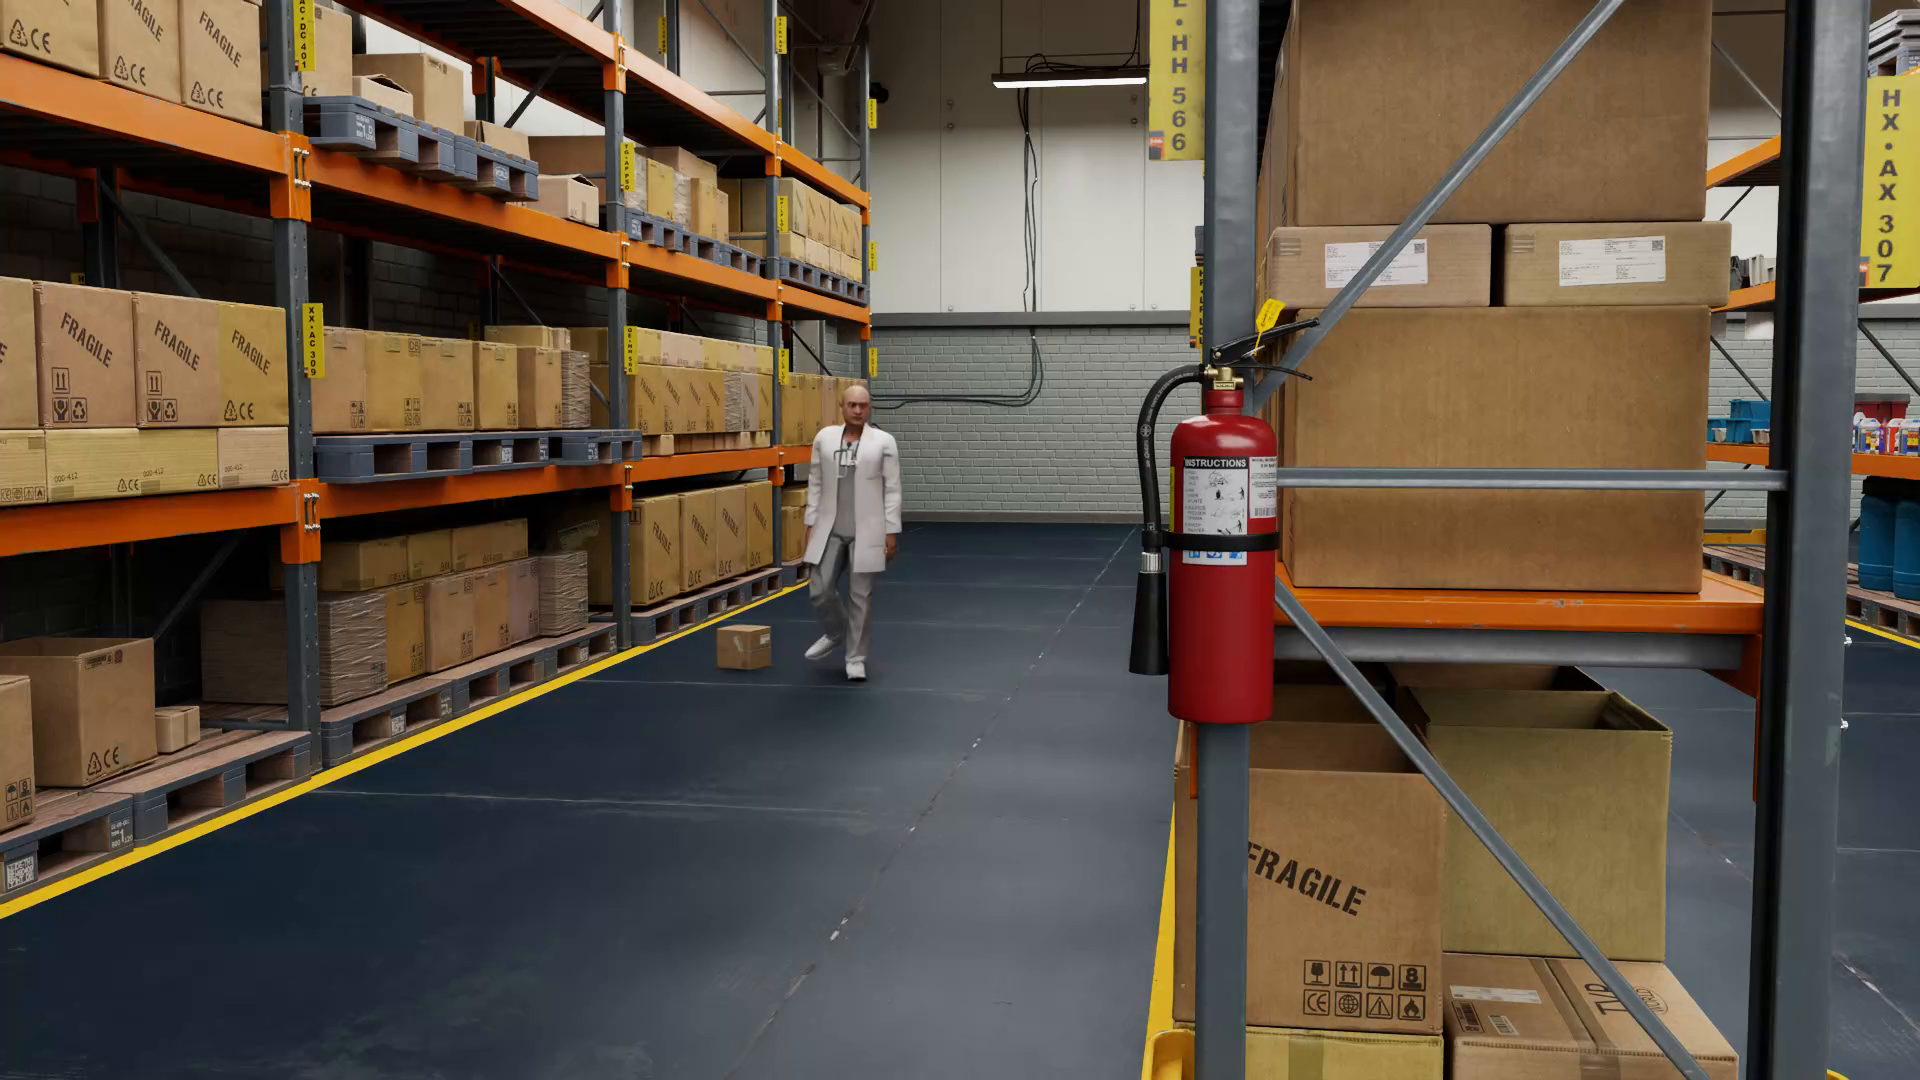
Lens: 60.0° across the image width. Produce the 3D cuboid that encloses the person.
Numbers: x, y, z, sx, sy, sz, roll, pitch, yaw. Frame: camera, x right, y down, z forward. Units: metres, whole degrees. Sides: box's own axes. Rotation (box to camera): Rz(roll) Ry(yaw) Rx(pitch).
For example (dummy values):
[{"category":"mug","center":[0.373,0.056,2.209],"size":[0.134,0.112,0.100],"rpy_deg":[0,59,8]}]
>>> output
[{"category":"person","center":[-0.658,-0.050,10.131],"size":[0.628,1.772,0.578],"rpy_deg":[1,4,7]}]
